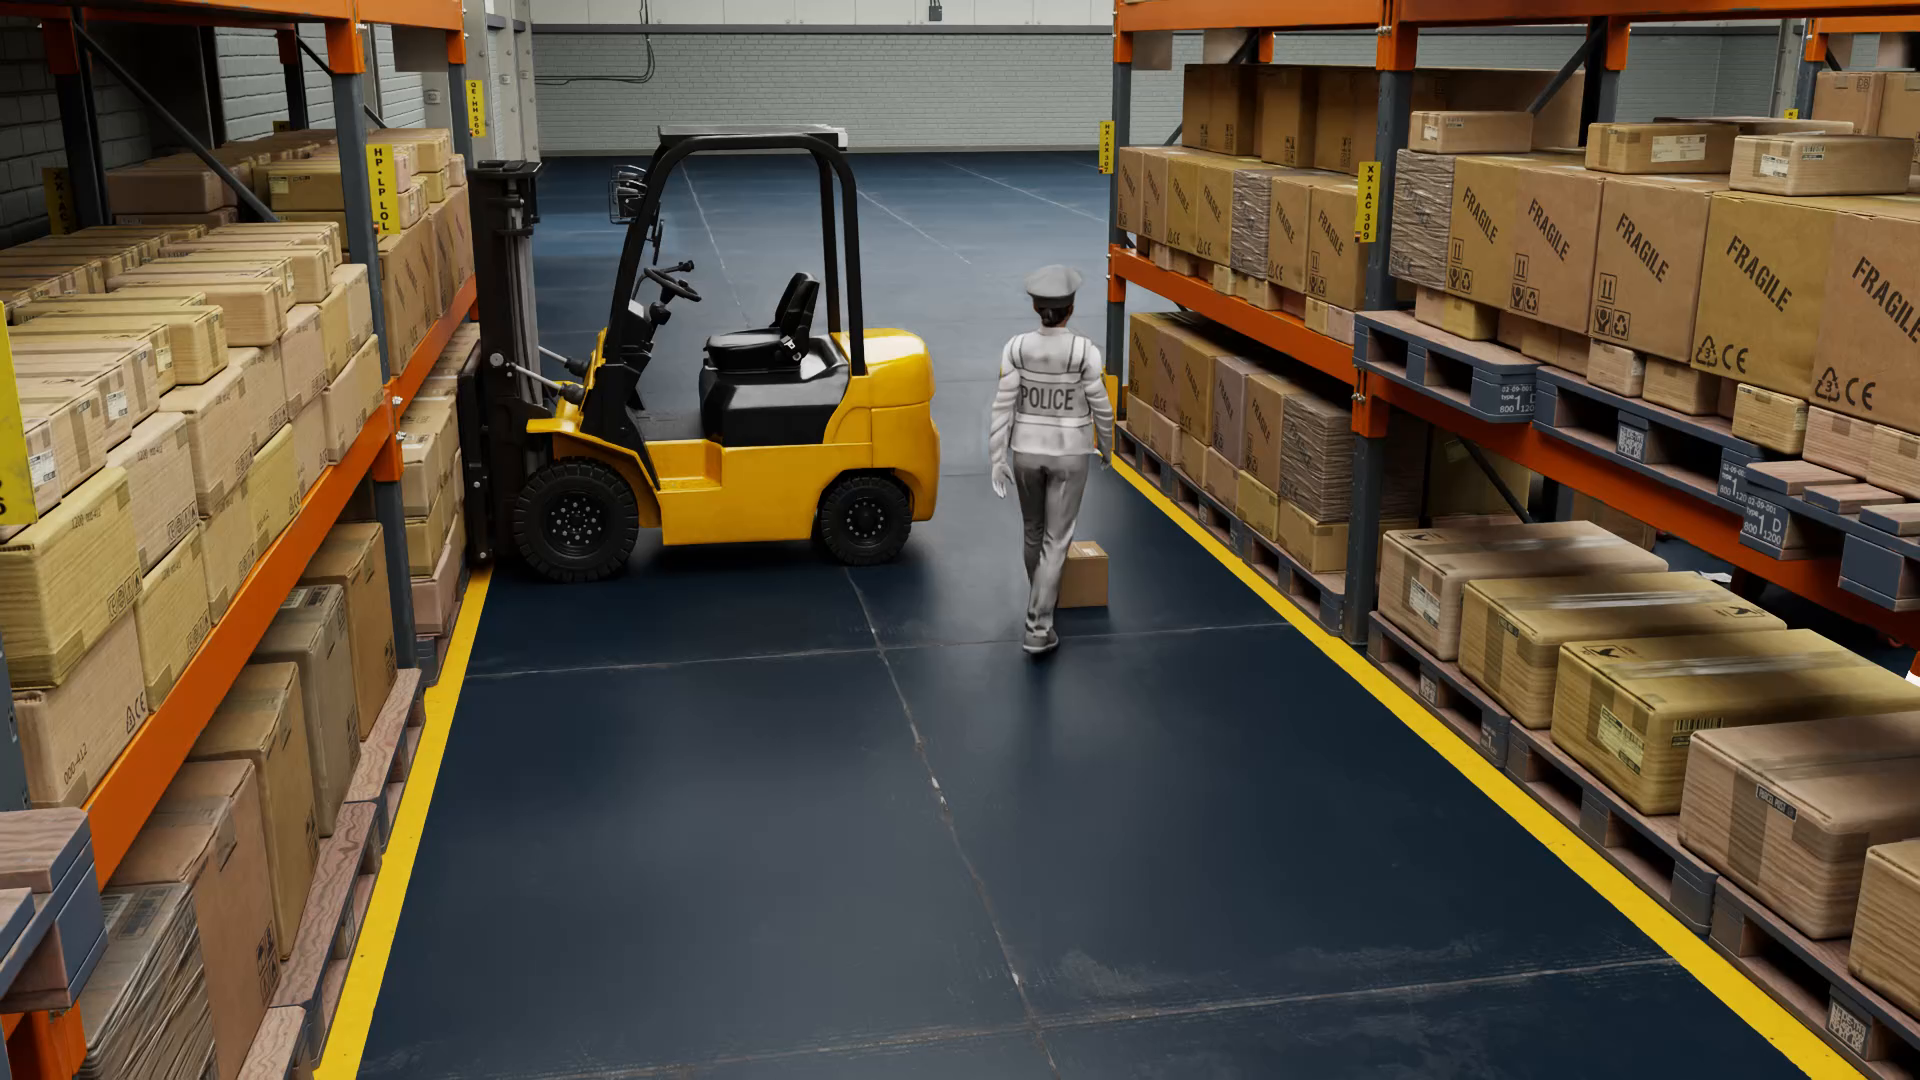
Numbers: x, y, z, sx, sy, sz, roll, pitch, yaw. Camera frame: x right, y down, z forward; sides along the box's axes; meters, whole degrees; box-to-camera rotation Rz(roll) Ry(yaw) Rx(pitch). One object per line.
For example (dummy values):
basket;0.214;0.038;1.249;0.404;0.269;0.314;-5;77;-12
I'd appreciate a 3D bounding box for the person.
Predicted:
person;0.426;-0.393;7.318;0.516;1.639;0.916;7;18;22
